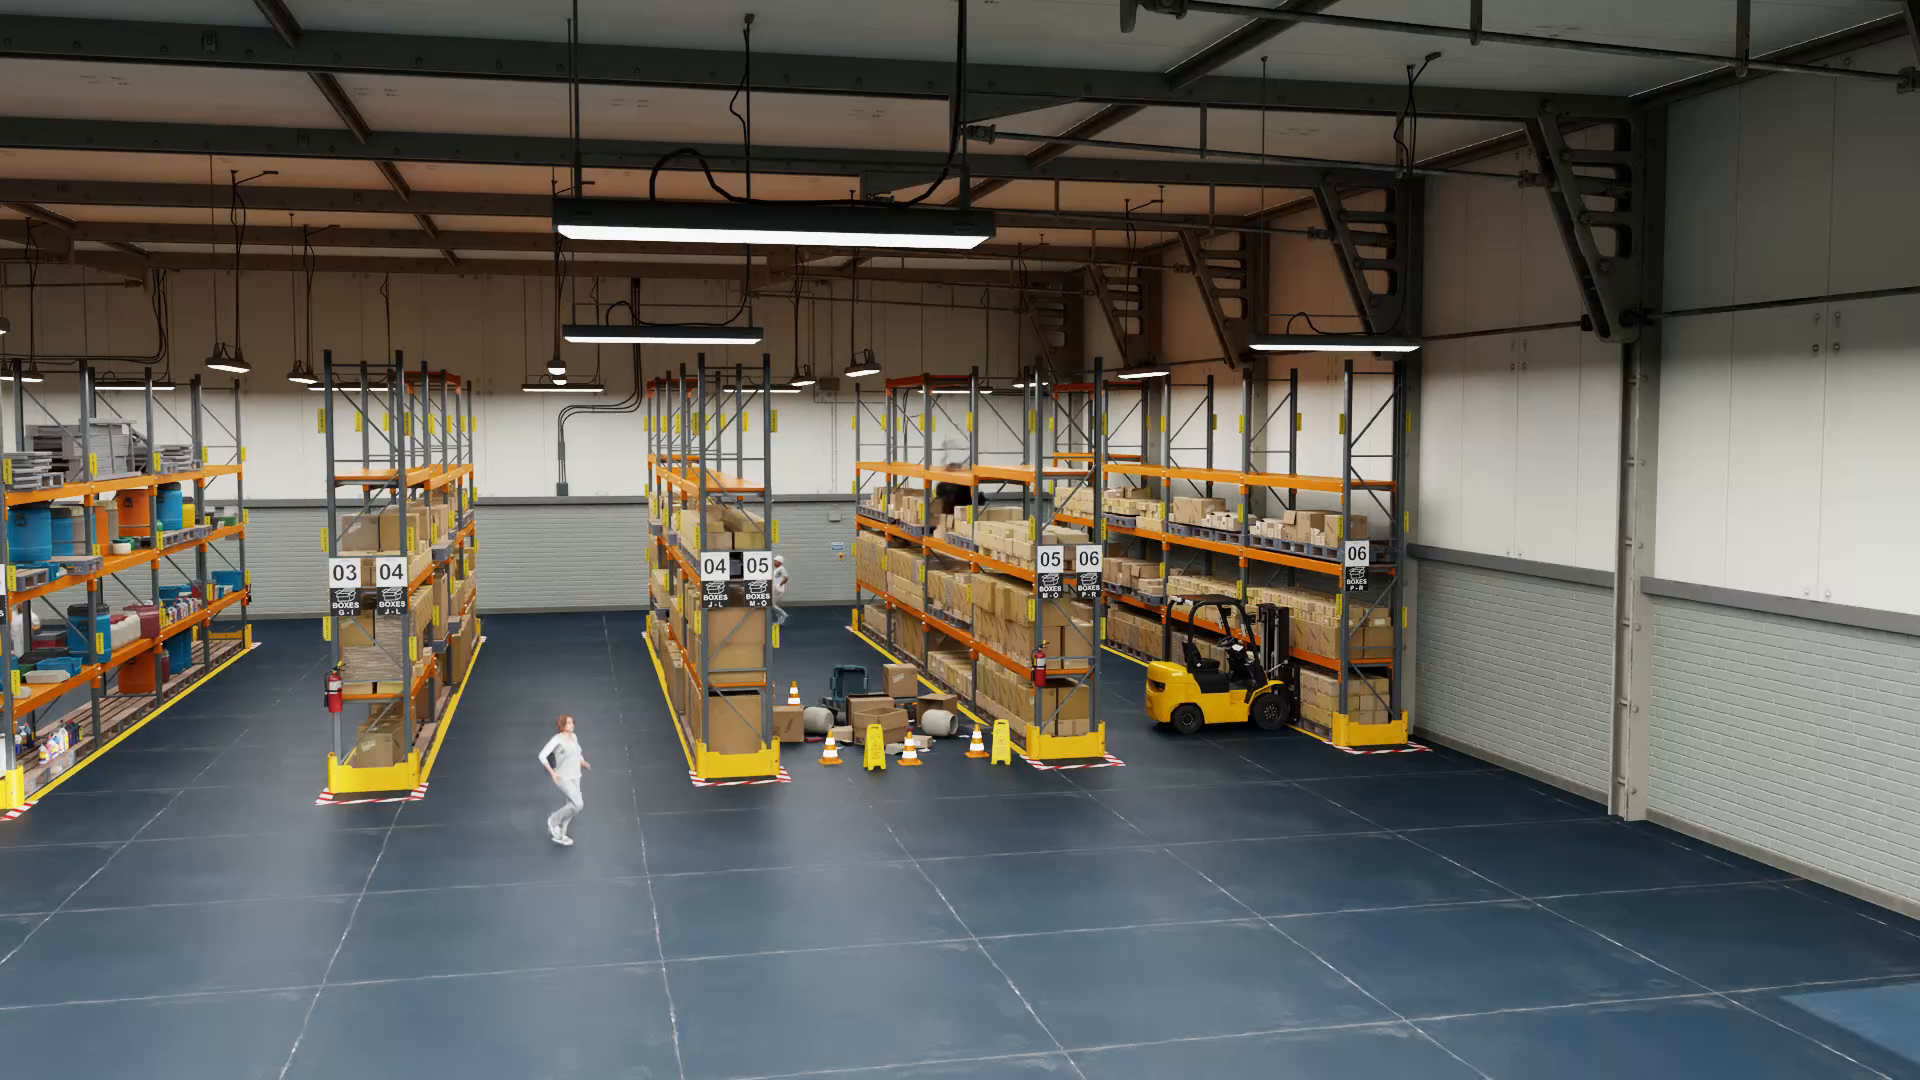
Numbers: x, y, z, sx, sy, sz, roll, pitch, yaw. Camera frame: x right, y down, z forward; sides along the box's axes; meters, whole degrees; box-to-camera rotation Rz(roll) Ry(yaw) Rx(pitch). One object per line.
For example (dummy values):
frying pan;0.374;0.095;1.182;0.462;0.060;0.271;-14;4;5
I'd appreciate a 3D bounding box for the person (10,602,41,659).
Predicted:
person;-17.927;1.912;31.842;0.607;1.588;0.792;-2;4;-21

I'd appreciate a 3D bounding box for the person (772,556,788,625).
person;-4.582;1.254;41.268;0.591;1.737;0.657;-1;4;-10

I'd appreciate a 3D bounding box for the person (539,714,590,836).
person;-4.640;2.815;19.752;0.544;1.453;0.528;2;4;23
